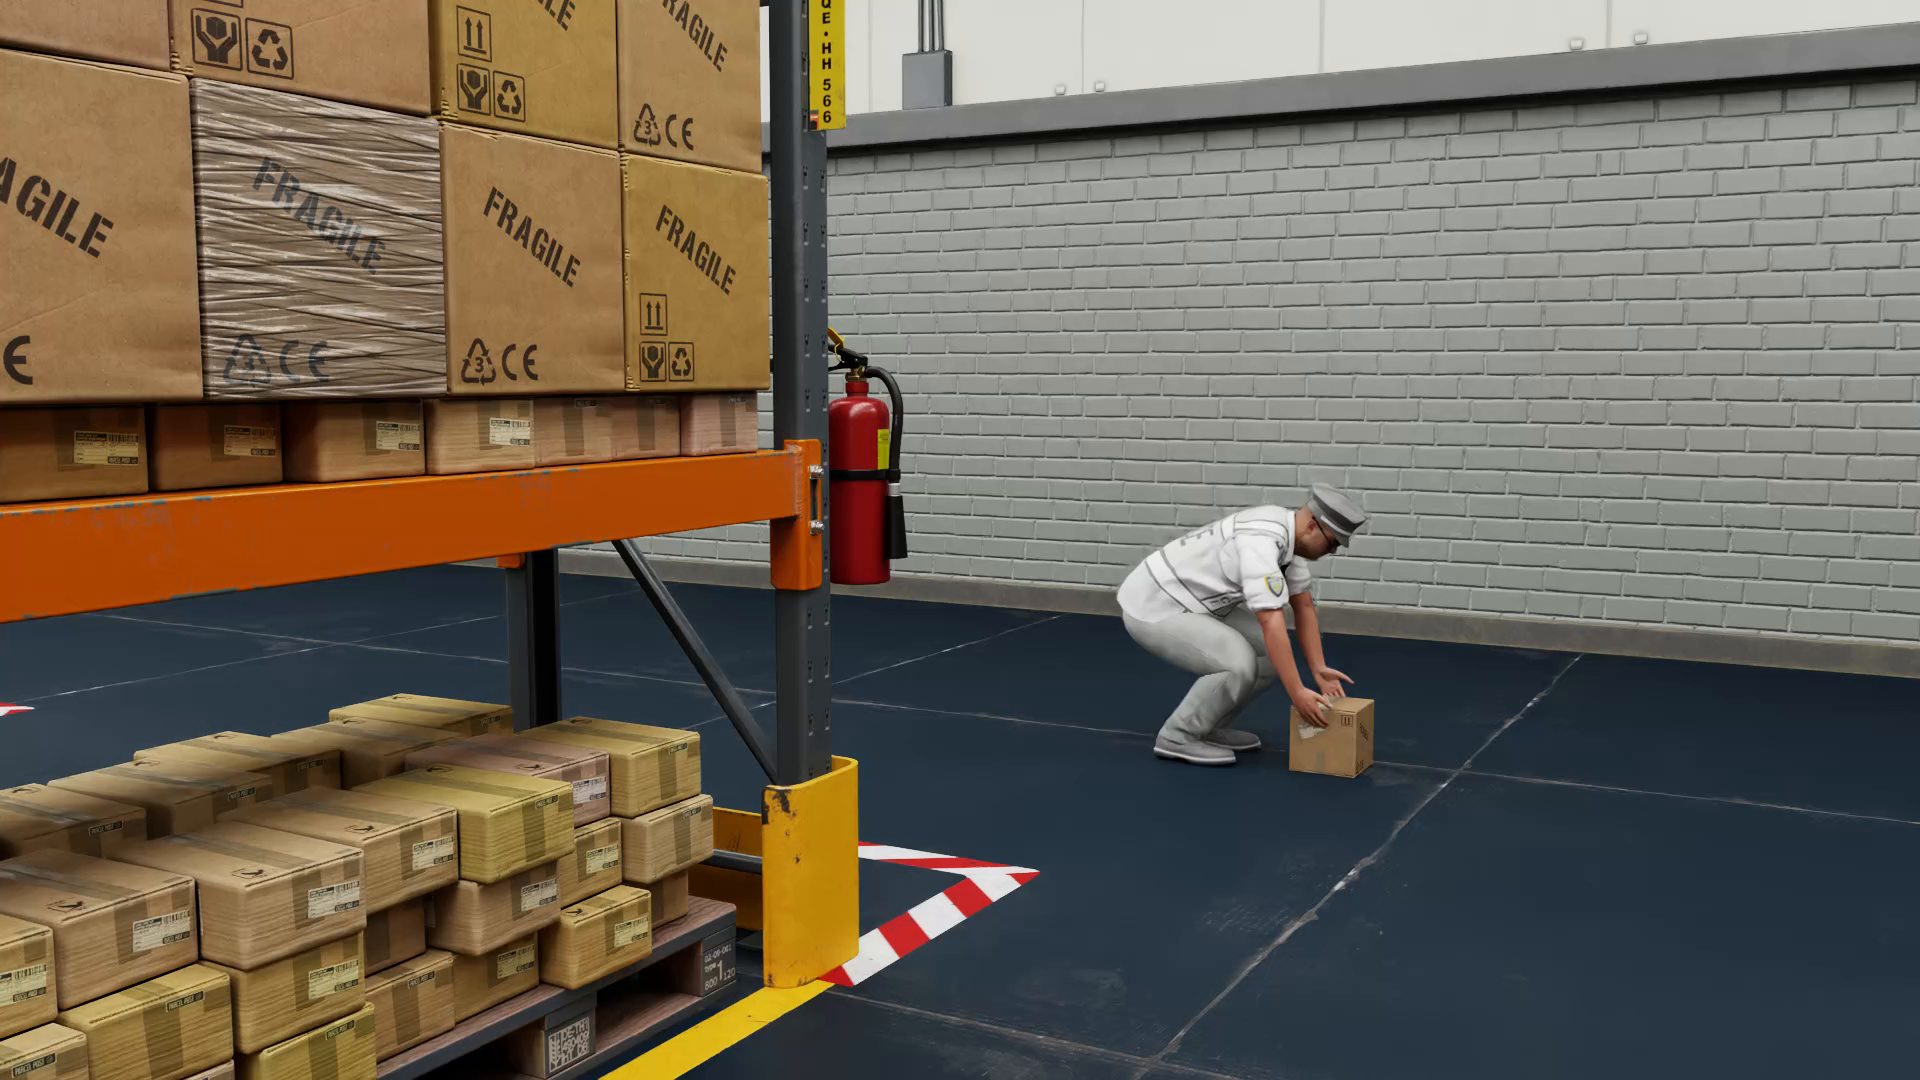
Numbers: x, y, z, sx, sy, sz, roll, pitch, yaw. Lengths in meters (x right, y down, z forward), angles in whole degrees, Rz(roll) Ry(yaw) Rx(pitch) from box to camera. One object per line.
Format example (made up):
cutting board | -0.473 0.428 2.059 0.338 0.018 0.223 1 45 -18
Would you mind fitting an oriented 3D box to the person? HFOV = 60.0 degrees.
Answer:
person | 1.093 0.309 6.430 0.934 1.075 0.573 3 7 28
